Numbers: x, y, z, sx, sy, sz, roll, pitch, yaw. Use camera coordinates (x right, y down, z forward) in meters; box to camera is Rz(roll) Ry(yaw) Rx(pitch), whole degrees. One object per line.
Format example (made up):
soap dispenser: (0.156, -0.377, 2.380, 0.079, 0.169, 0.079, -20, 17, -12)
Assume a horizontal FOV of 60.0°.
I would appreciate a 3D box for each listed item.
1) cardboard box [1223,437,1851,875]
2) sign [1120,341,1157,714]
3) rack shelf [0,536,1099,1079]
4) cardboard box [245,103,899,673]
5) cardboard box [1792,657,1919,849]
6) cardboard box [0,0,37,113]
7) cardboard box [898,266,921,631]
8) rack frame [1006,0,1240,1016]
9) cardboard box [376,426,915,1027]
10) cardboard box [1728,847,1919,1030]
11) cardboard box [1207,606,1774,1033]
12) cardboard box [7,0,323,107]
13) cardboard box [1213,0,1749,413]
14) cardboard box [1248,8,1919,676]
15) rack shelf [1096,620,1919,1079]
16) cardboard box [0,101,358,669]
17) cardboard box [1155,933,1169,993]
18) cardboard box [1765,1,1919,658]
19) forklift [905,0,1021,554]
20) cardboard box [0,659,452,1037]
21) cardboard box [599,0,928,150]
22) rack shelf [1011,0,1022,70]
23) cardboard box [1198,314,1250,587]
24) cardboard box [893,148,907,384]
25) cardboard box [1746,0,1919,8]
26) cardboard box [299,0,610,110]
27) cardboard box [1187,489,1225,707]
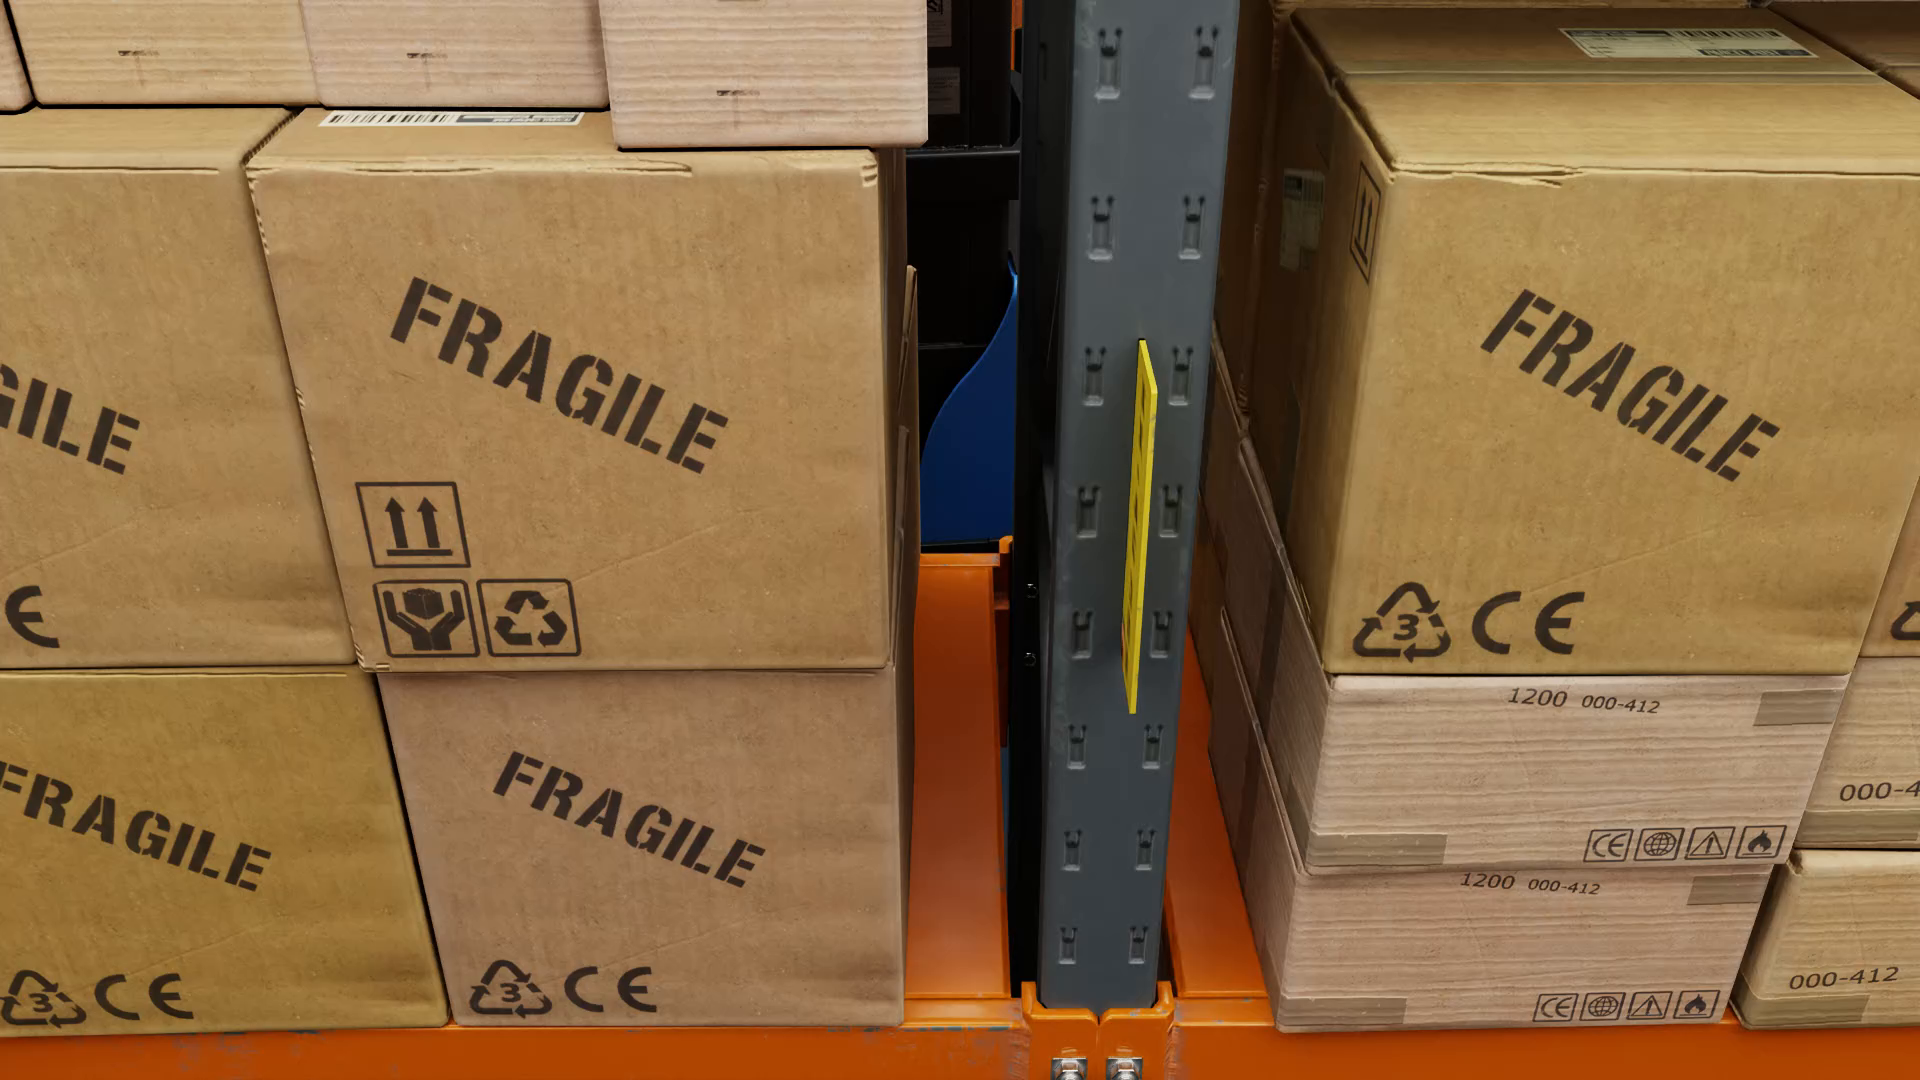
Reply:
cardboard box: (0.592, 0.105, 1.847, 0.500, 0.250, 0.500, -1, 31, -2)
sign: (0.155, -0.006, 1.457, 0.005, 0.325, 0.100, 0, 31, 0)
rack shelf: (-1.849, 0.424, 2.353, 4.000, 0.370, 1.077, 0, 31, 0)
cardboard box: (-0.320, -0.216, 1.653, 0.500, 0.500, 0.500, 0, 31, -1)
cardboard box: (1.113, 0.089, 1.874, 0.500, 0.250, 0.500, 0, 31, 0)
cardboard box: (-0.922, -0.521, 1.532, 0.250, 0.149, 0.380, 0, 31, -1)
cardboard box: (-0.320, -0.067, 2.373, 0.500, 0.500, 0.500, 1, 31, 1)
rack frame: (0.150, 0.108, 2.180, 0.053, 2.616, 0.949, 0, 31, 0)
cardboard box: (-0.312, 0.201, 1.930, 0.500, 0.500, 0.500, 0, 31, 0)
cardboard box: (1.110, 0.307, 1.996, 0.500, 0.250, 0.500, -1, 31, -2)
cardboard box: (0.592, 0.310, 1.993, 0.500, 0.250, 0.500, -1, 31, -1)
cardboard box: (-0.669, -0.531, 1.548, 0.250, 0.149, 0.380, 0, 31, 0)
cardboard box: (0.596, -0.492, 2.109, 0.500, 0.500, 0.500, 1, 31, 1)
cardboard box: (0.592, -0.213, 1.648, 0.500, 0.500, 0.500, 0, 31, 0)
rack shelf: (2.150, 0.411, 2.374, 4.000, 0.370, 1.077, 0, 31, 0)
cardboard box: (-0.827, -0.218, 1.658, 0.500, 0.500, 0.500, -1, 31, -1)
cardboard box: (0.770, 0.795, 2.691, 0.875, 0.875, 0.875, 1, 31, 1)
cardboard box: (1.101, -0.228, 1.675, 0.500, 0.500, 0.500, 0, 31, -1)
forklift: (-0.622, -1.217, 4.431, 3.031, 2.935, 1.130, -3, 31, -5)
cardboard box: (-0.826, 0.206, 1.923, 0.500, 0.500, 0.500, -1, 31, -2)
cardboard box: (-0.156, -0.472, 1.450, 0.250, 0.149, 0.380, -1, 31, -1)
rack shelf: (2.117, -2.163, 6.618, 4.000, 0.370, 1.077, 0, 31, 0)
cardboard box: (0.590, -0.167, 2.296, 0.500, 0.250, 0.500, 0, 31, 0)
cardboard box: (-0.327, -0.484, 2.096, 0.500, 0.500, 0.500, 0, 31, 0)
cardboard box: (1.113, -0.497, 2.118, 0.500, 0.500, 0.500, 0, 31, 1)
cardboard box: (-0.420, -0.527, 1.541, 0.250, 0.149, 0.380, 1, 31, 1)
cardboard box: (0.598, 0.042, 2.434, 0.500, 0.250, 0.500, -1, 31, -1)
